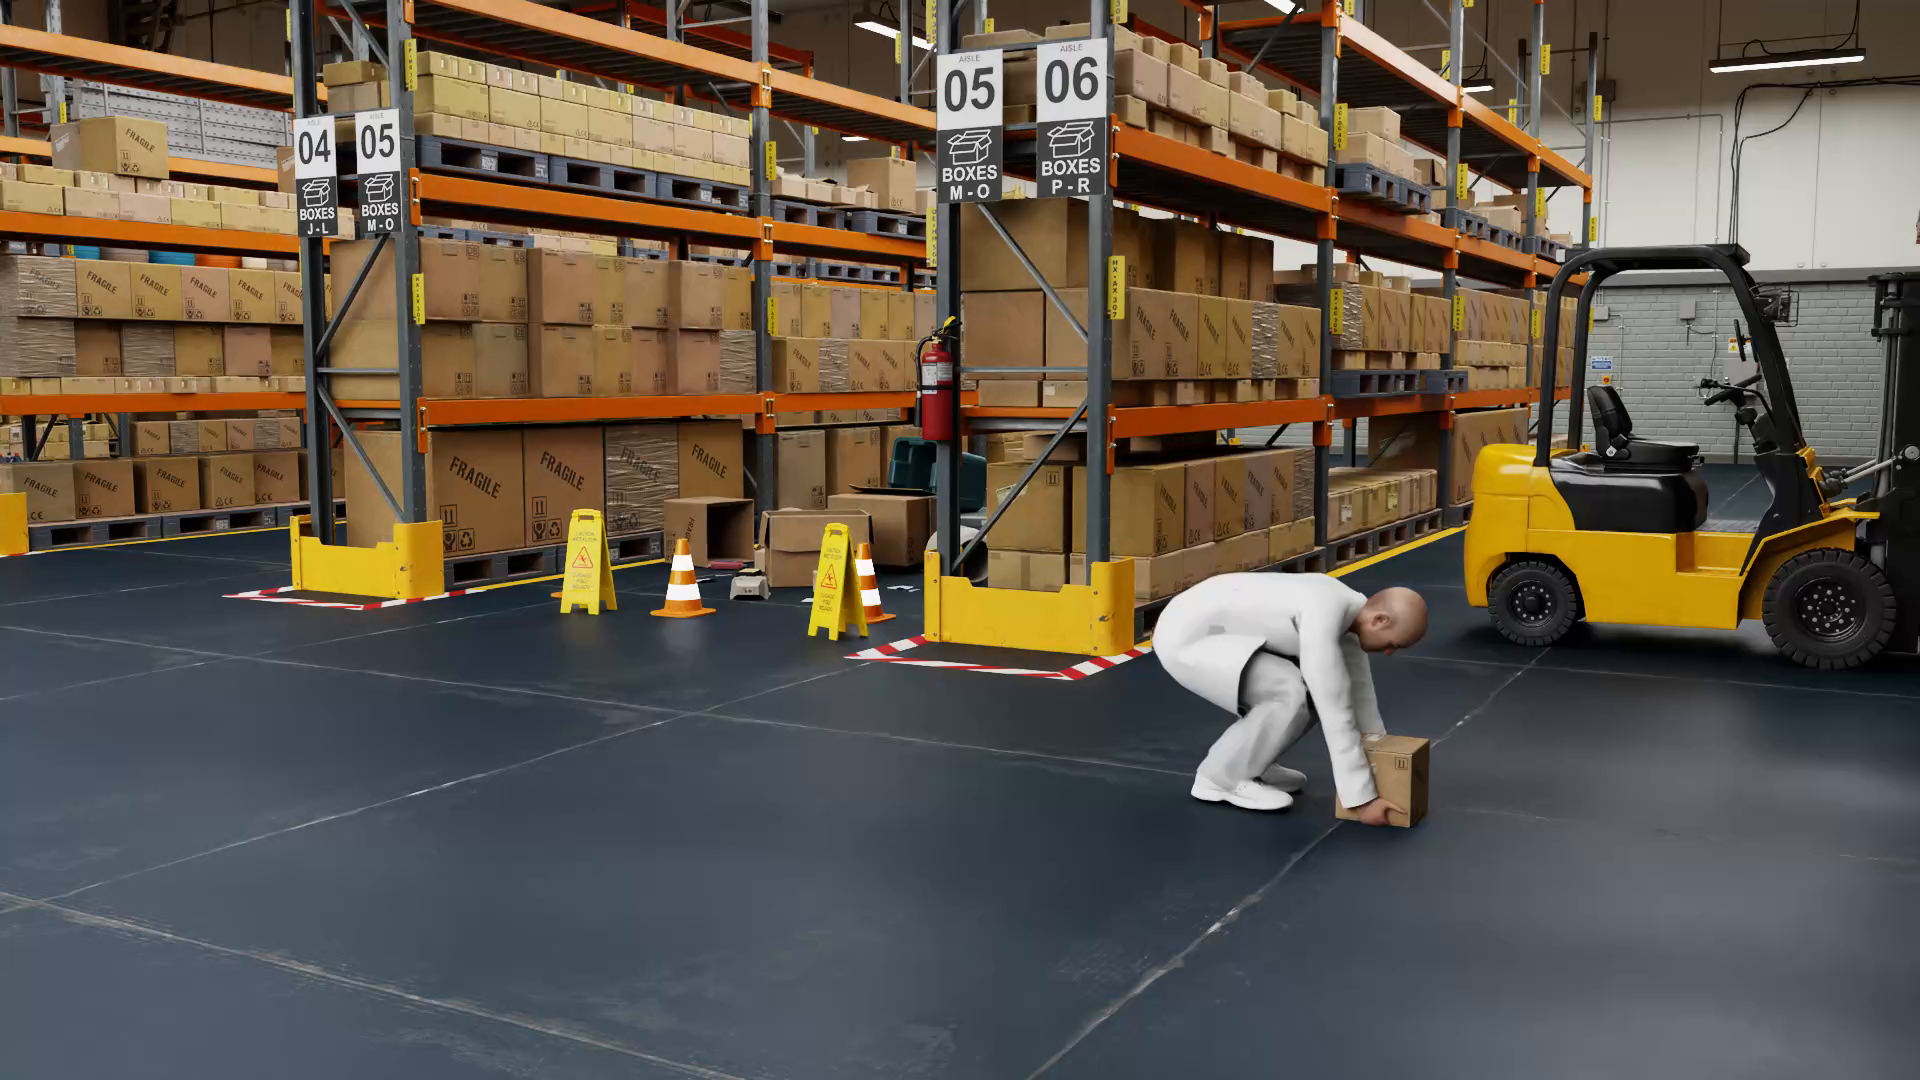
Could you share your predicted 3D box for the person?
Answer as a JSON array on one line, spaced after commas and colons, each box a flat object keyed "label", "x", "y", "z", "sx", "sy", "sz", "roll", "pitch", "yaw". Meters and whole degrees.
[{"label": "person", "x": 1.134, "y": 0.530, "z": 5.786, "sx": 0.947, "sy": 0.819, "sz": 0.577, "roll": 3, "pitch": 7, "yaw": 27}]
